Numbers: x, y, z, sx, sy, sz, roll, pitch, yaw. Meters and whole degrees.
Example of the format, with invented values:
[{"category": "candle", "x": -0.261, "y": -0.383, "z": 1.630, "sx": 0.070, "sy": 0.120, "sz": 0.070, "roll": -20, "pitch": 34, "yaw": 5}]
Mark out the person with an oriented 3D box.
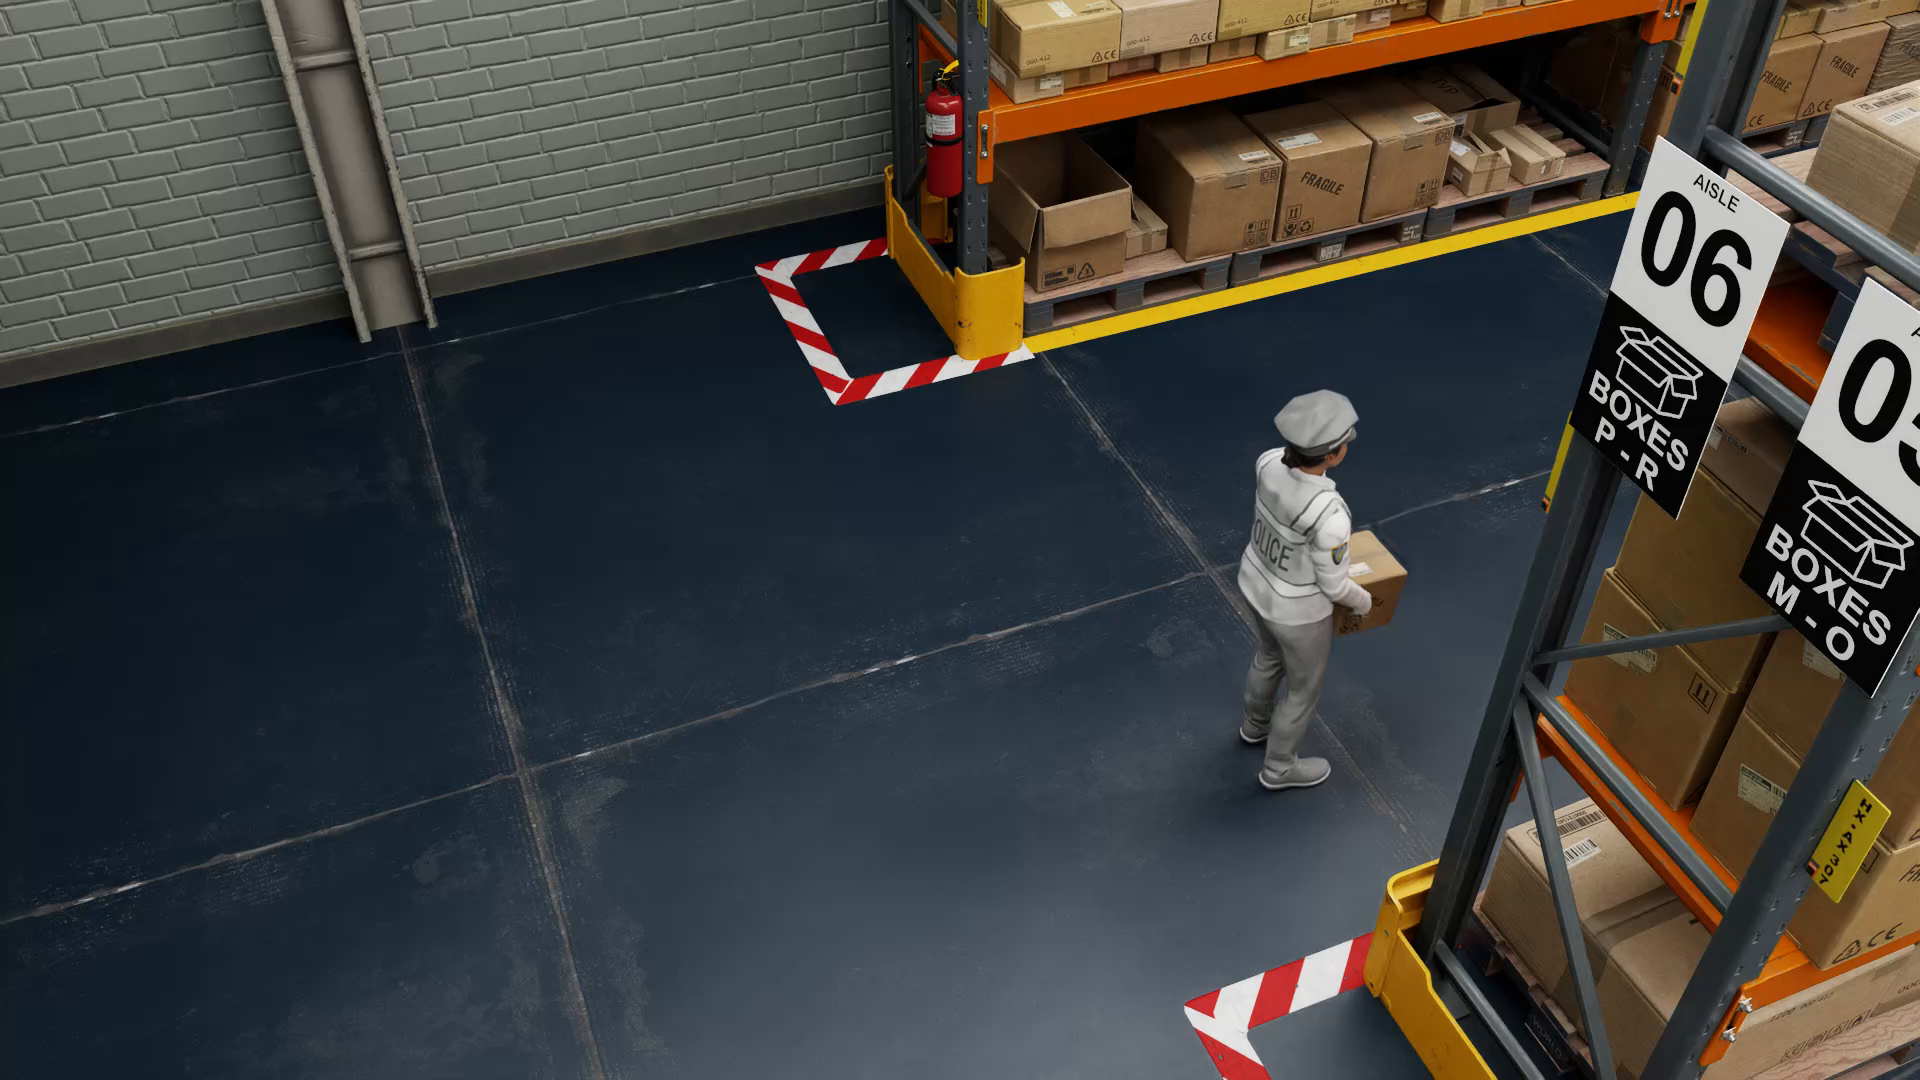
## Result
[{"category": "person", "x": 1.217, "y": 0.185, "z": 5.935, "sx": 0.425, "sy": 1.686, "sz": 0.498, "roll": -16, "pitch": 44, "yaw": -17}]
